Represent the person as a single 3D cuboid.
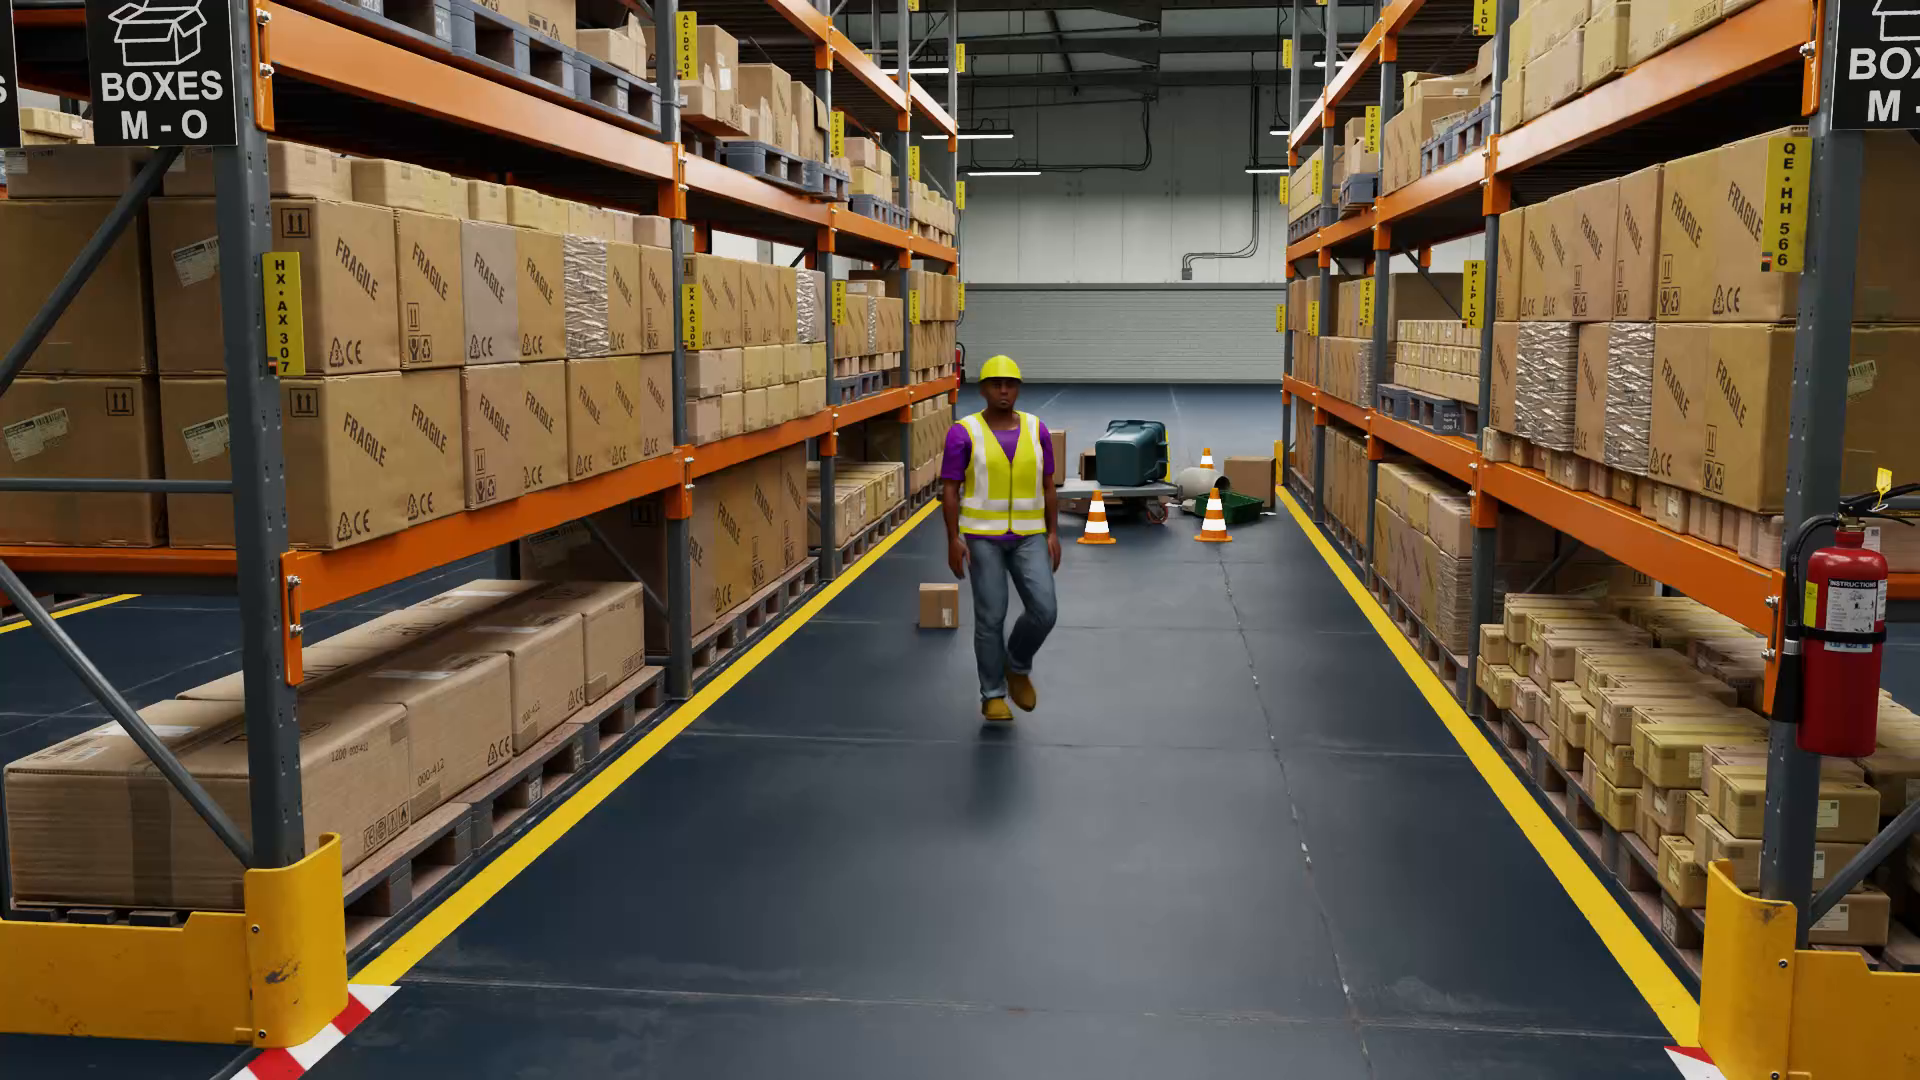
[{"bbox_3d":[0.215,-0.009,8.028,0.599,1.759,0.471,-2,8,-13],"label":"person"}]
